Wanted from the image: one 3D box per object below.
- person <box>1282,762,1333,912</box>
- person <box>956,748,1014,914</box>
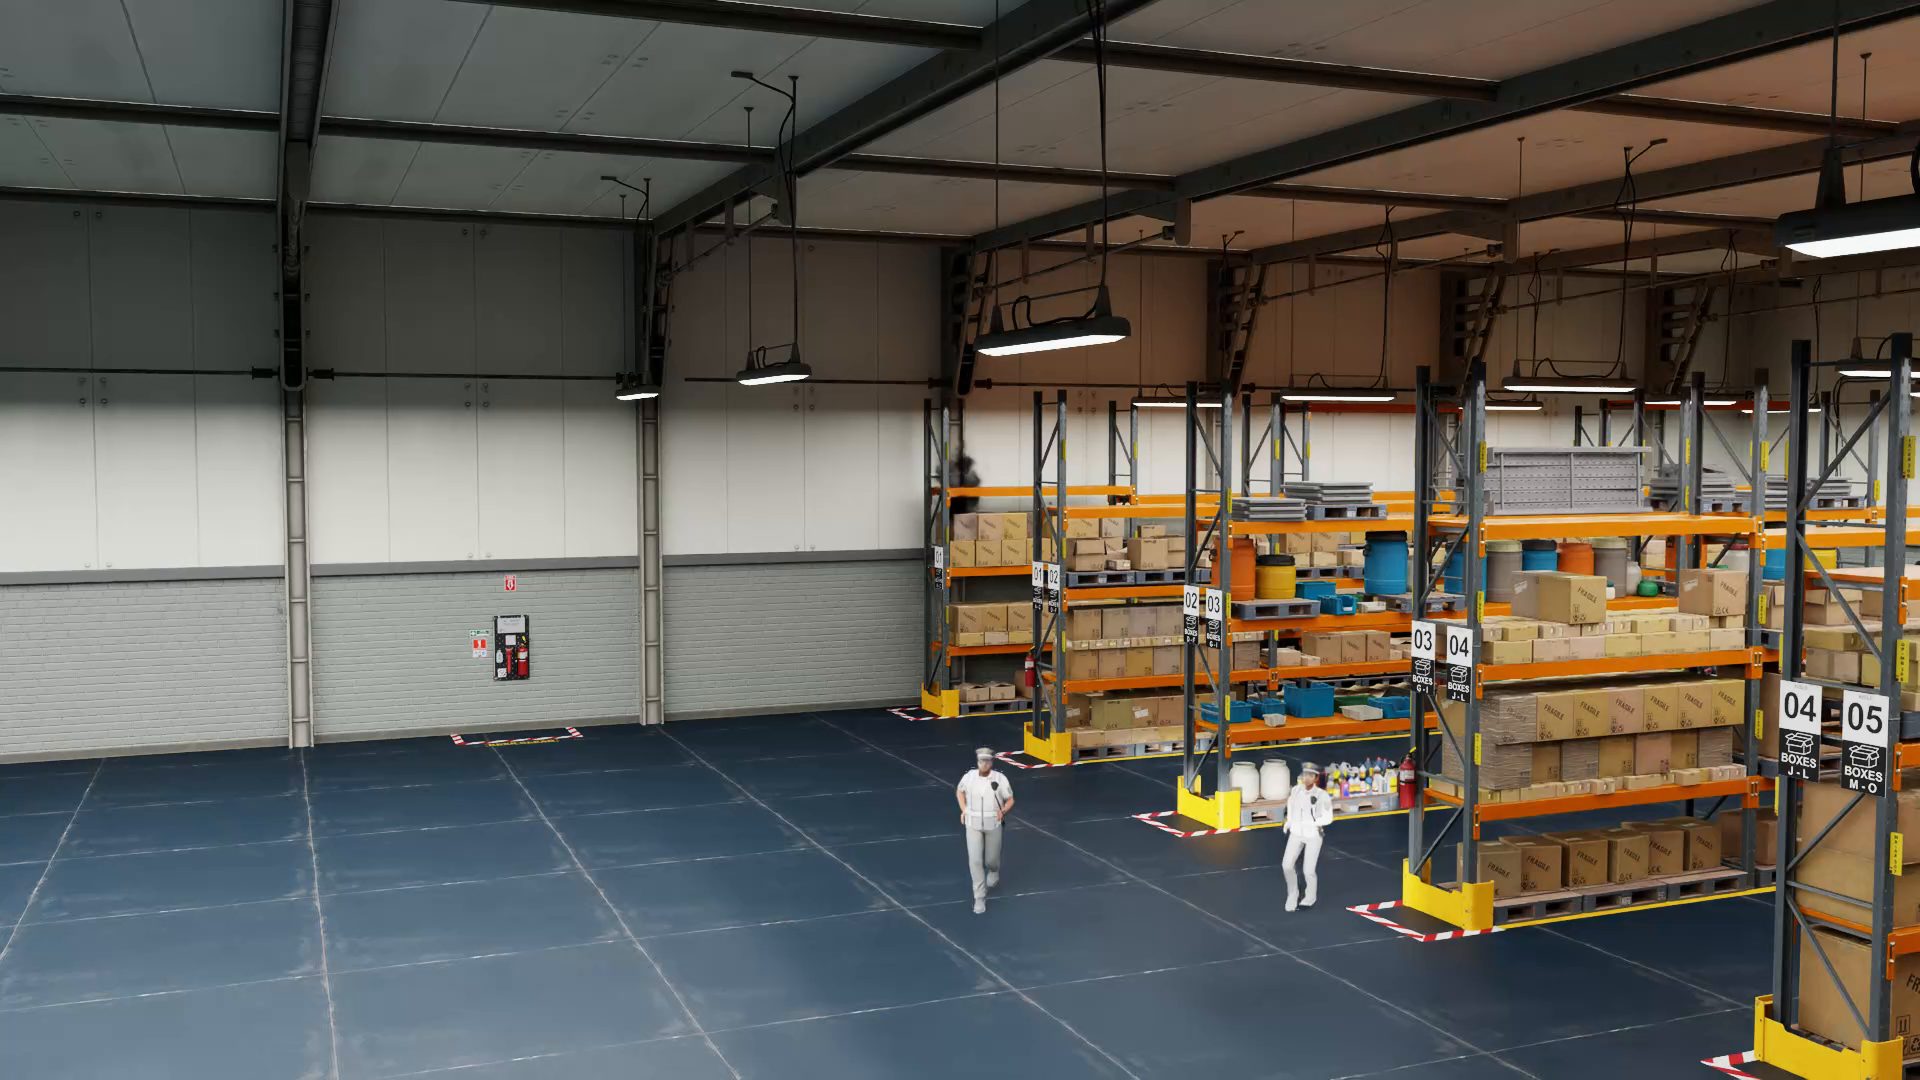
[{"bbox_3d":[3.814,3.270,18.276,0.604,1.707,0.644,2,4,33],"label":"person"},{"bbox_3d":[0.275,3.197,18.638,0.663,1.785,0.903,0,3,5],"label":"person"}]
